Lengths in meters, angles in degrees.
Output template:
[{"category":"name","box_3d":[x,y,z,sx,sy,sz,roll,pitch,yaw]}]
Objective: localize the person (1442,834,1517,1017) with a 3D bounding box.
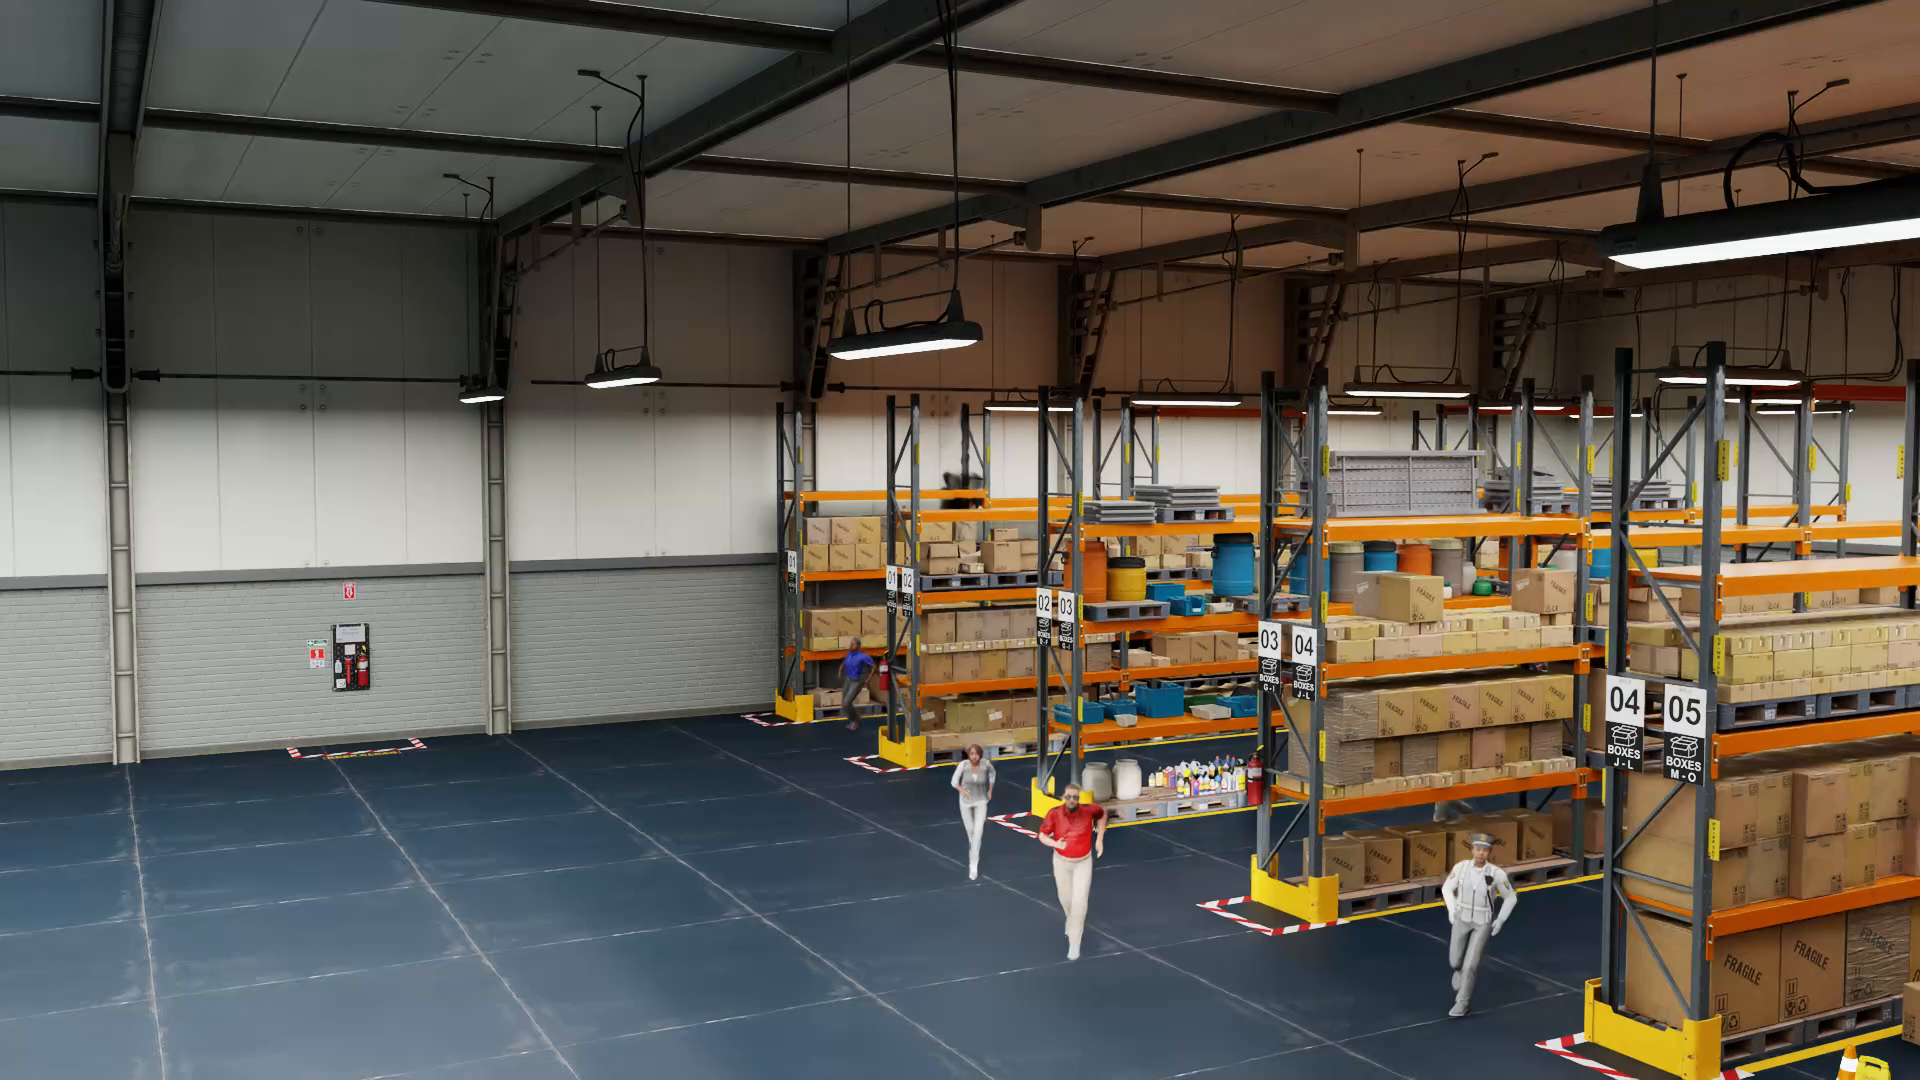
[{"category":"person","box_3d":[4.728,3.479,15.205,0.632,1.653,0.664,2,4,26]}]

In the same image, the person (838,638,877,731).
[{"category":"person","box_3d":[-1.812,2.481,28.447,0.673,1.625,0.538,3,4,43]}]

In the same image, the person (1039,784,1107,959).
[{"category":"person","box_3d":[1.163,3.369,17.104,0.677,1.791,0.952,0,3,8]}]

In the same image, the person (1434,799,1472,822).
[{"category":"person","box_3d":[6.463,3.044,21.891,0.966,1.799,0.672,-1,4,-24]}]

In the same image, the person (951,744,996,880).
[{"category":"person","box_3d":[0.169,3.232,20.271,0.540,1.590,0.996,0,3,4]}]
